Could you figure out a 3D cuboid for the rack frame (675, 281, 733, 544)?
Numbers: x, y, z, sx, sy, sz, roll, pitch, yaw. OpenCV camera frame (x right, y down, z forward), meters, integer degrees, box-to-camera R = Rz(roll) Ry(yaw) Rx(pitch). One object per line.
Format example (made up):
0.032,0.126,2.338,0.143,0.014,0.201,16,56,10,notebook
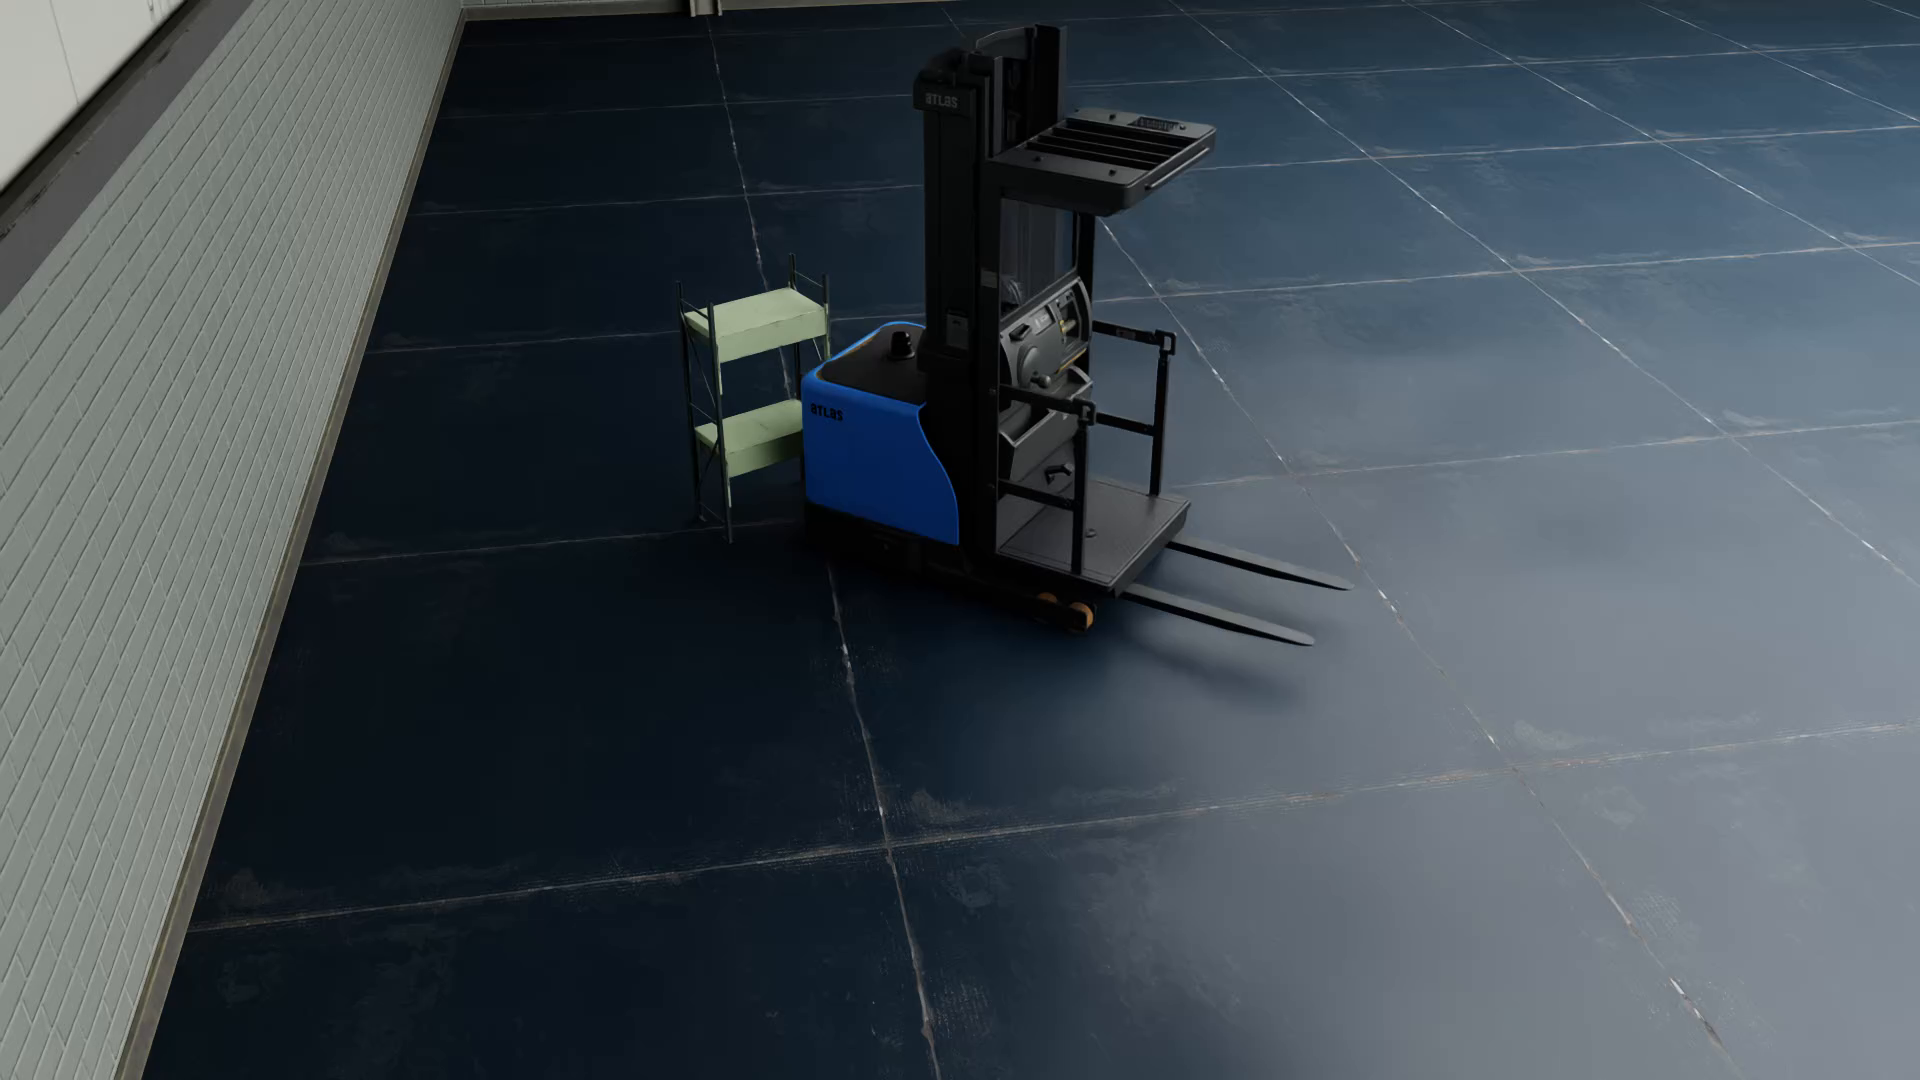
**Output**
-1.457,-0.710,9.478,0.023,1.500,0.400,-20,36,-30,rack frame

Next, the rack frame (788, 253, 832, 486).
-0.865,-0.928,9.849,0.023,1.500,0.400,-20,36,-30,rack frame

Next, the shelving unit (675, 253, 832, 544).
-1.161,-0.819,9.663,0.755,1.500,0.431,-20,36,-30,shelving unit

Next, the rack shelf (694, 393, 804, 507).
-1.161,-0.538,9.829,0.720,0.370,0.431,-20,36,-30,rack shelf

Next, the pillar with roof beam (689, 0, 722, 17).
-2.456,-8.433,15.214,0.400,9.000,9.100,-5,31,-9,pillar with roof beam

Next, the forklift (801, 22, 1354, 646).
0.636,-1.070,8.678,3.031,2.935,1.130,16,34,26,forklift

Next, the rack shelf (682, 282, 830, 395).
-1.161,-1.155,9.465,0.720,0.370,0.431,-20,36,-30,rack shelf
